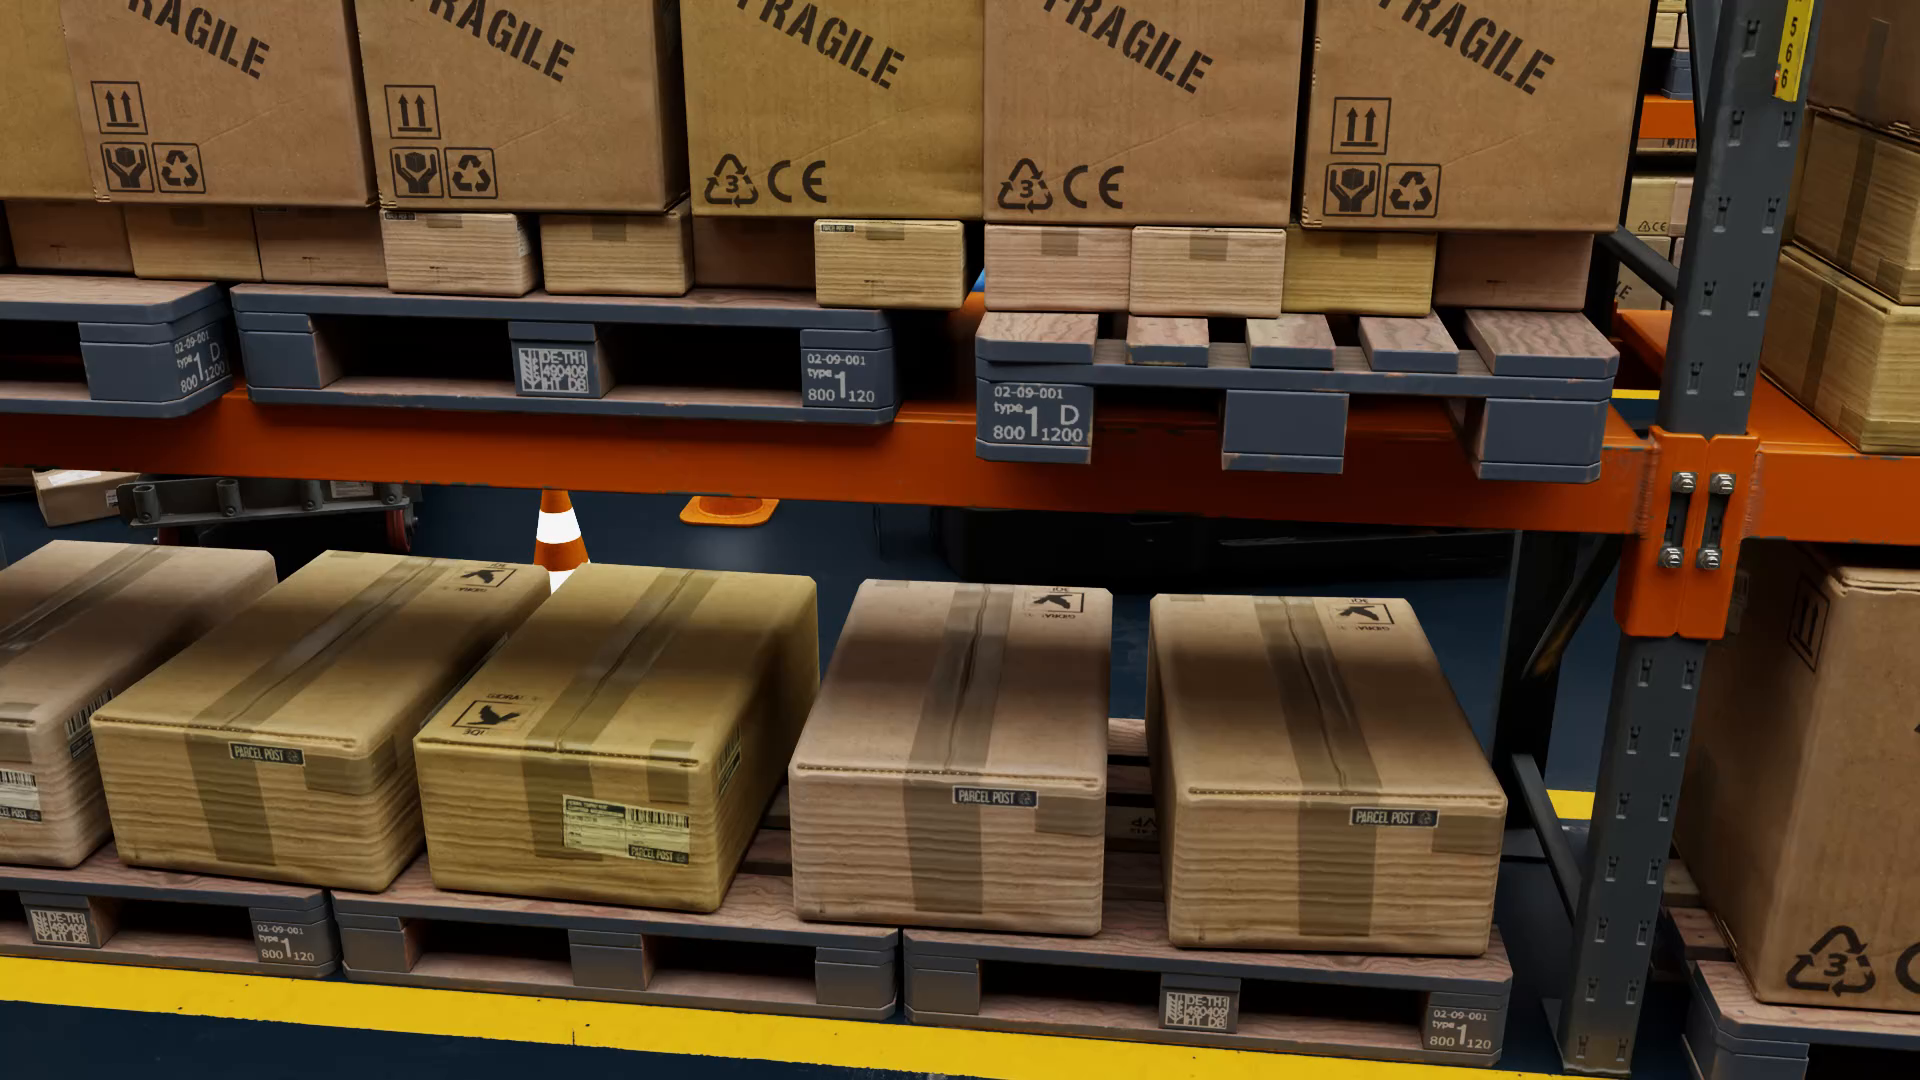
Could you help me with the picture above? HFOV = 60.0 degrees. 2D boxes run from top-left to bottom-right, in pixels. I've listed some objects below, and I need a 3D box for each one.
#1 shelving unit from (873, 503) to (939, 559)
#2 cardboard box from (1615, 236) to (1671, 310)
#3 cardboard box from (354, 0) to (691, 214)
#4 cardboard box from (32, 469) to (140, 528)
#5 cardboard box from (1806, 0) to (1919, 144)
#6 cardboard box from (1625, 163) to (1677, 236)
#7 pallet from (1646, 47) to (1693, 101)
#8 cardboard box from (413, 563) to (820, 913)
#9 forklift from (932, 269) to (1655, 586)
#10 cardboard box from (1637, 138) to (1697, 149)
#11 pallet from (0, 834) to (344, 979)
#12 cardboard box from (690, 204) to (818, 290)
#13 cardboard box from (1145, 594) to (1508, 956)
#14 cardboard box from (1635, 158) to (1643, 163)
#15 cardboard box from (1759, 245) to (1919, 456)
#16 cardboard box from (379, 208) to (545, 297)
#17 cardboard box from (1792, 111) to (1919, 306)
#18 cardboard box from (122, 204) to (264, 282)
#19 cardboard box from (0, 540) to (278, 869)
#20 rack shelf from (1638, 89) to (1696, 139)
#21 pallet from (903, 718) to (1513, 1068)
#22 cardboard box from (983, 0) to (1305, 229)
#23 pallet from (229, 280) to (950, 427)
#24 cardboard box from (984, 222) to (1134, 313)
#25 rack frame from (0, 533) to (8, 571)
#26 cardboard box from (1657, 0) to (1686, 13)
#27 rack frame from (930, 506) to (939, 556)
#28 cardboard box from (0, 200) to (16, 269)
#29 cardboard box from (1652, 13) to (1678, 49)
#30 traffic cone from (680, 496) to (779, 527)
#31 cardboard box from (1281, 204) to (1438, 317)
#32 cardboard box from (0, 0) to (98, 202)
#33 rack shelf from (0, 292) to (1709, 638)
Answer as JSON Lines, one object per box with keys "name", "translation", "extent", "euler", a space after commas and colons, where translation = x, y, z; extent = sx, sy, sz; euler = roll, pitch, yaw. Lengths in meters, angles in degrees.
{"name": "shelving unit", "translation": [-0.191, -0.401, 5.730], "extent": [0.210, 0.900, 0.258], "euler": [-3, 22, -7]}
{"name": "cardboard box", "translation": [2.965, -1.222, 7.780], "extent": [0.500, 0.500, 0.500], "euler": [3, 22, 7]}
{"name": "cardboard box", "translation": [-0.731, -0.884, 2.984], "extent": [0.500, 0.500, 0.500], "euler": [2, 22, 4]}
{"name": "cardboard box", "translation": [-3.218, -0.242, 6.192], "extent": [0.396, 0.266, 0.258], "euler": [-14, 25, -31]}
{"name": "cardboard box", "translation": [1.772, -0.923, 2.698], "extent": [0.500, 0.500, 0.500], "euler": [2, 22, 5]}
{"name": "cardboard box", "translation": [2.953, -1.575, 7.653], "extent": [0.500, 0.250, 0.500], "euler": [2, 22, 6]}
{"name": "pallet", "translation": [3.764, -2.174, 7.619], "extent": [1.213, 0.211, 1.003], "euler": [2, 22, 6]}
{"name": "cardboard box", "translation": [-0.735, 0.413, 3.819], "extent": [0.625, 0.372, 0.950], "euler": [3, 22, 8]}
{"name": "forklift", "translation": [1.420, -1.426, 5.559], "extent": [3.031, 2.935, 1.130], "euler": [-3, 22, -7]}
{"name": "cardboard box", "translation": [4.924, -3.233, 12.356], "extent": [0.875, 0.875, 1.225], "euler": [2, 22, 4]}
{"name": "pallet", "translation": [-1.888, 0.635, 4.047], "extent": [1.213, 0.211, 1.003], "euler": [2, 22, 6]}
{"name": "cardboard box", "translation": [-0.331, -0.586, 3.112], "extent": [0.250, 0.149, 0.380], "euler": [3, 22, 7]}
{"name": "cardboard box", "translation": [0.751, 0.477, 3.657], "extent": [0.625, 0.372, 0.950], "euler": [1, 22, 3]}
{"name": "cardboard box", "translation": [3.006, -1.763, 8.129], "extent": [0.500, 0.250, 0.500], "euler": [3, 22, 7]}
{"name": "cardboard box", "translation": [1.767, -0.339, 2.922], "extent": [0.500, 0.250, 0.500], "euler": [2, 22, 5]}
{"name": "cardboard box", "translation": [-0.858, -0.568, 3.066], "extent": [0.250, 0.149, 0.380], "euler": [3, 22, 8]}
{"name": "cardboard box", "translation": [1.785, -0.573, 2.832], "extent": [0.500, 0.250, 0.500], "euler": [2, 22, 6]}
{"name": "cardboard box", "translation": [-1.362, -0.609, 3.172], "extent": [0.250, 0.149, 0.380], "euler": [3, 22, 7]}
{"name": "cardboard box", "translation": [-2.140, 0.354, 3.969], "extent": [0.625, 0.372, 0.950], "euler": [3, 22, 7]}
{"name": "rack shelf", "translation": [3.779, -1.912, 7.676], "extent": [4.000, 0.370, 1.077], "euler": [2, 22, 6]}
{"name": "pallet", "translation": [0.535, 0.740, 3.780], "extent": [1.213, 0.211, 1.003], "euler": [2, 22, 6]}
{"name": "cardboard box", "translation": [0.312, -0.839, 2.869], "extent": [0.500, 0.500, 0.500], "euler": [2, 22, 5]}
{"name": "pallet", "translation": [-0.660, -0.503, 3.394], "extent": [1.213, 0.211, 1.003], "euler": [2, 22, 6]}
{"name": "cardboard box", "translation": [0.179, -0.522, 2.951], "extent": [0.250, 0.149, 0.380], "euler": [1, 22, 4]}
{"name": "rack frame", "translation": [-2.661, -0.695, 3.618], "extent": [0.127, 3.000, 1.000], "euler": [2, 22, 6]}
{"name": "cardboard box", "translation": [3.035, -2.424, 7.357], "extent": [0.250, 0.149, 0.380], "euler": [3, 22, 7]}
{"name": "rack frame", "translation": [-0.090, -0.406, 5.743], "extent": [0.006, 0.900, 0.240], "euler": [-3, 22, -7]}
{"name": "cardboard box", "translation": [-1.903, -0.620, 3.199], "extent": [0.250, 0.149, 0.380], "euler": [3, 22, 7]}
{"name": "cardboard box", "translation": [3.016, -2.285, 7.409], "extent": [0.250, 0.149, 0.380], "euler": [3, 22, 9]}
{"name": "traffic cone", "translation": [-0.859, -0.325, 6.133], "extent": [0.334, 0.463, 0.336], "euler": [2, 22, 6]}
{"name": "cardboard box", "translation": [0.683, -0.514, 2.930], "extent": [0.250, 0.149, 0.380], "euler": [3, 22, 7]}
{"name": "cardboard box", "translation": [-1.732, -0.929, 3.097], "extent": [0.500, 0.500, 0.500], "euler": [3, 22, 6]}
{"name": "rack shelf", "translation": [-0.675, -0.274, 3.531], "extent": [4.000, 0.370, 1.077], "euler": [2, 22, 6]}
